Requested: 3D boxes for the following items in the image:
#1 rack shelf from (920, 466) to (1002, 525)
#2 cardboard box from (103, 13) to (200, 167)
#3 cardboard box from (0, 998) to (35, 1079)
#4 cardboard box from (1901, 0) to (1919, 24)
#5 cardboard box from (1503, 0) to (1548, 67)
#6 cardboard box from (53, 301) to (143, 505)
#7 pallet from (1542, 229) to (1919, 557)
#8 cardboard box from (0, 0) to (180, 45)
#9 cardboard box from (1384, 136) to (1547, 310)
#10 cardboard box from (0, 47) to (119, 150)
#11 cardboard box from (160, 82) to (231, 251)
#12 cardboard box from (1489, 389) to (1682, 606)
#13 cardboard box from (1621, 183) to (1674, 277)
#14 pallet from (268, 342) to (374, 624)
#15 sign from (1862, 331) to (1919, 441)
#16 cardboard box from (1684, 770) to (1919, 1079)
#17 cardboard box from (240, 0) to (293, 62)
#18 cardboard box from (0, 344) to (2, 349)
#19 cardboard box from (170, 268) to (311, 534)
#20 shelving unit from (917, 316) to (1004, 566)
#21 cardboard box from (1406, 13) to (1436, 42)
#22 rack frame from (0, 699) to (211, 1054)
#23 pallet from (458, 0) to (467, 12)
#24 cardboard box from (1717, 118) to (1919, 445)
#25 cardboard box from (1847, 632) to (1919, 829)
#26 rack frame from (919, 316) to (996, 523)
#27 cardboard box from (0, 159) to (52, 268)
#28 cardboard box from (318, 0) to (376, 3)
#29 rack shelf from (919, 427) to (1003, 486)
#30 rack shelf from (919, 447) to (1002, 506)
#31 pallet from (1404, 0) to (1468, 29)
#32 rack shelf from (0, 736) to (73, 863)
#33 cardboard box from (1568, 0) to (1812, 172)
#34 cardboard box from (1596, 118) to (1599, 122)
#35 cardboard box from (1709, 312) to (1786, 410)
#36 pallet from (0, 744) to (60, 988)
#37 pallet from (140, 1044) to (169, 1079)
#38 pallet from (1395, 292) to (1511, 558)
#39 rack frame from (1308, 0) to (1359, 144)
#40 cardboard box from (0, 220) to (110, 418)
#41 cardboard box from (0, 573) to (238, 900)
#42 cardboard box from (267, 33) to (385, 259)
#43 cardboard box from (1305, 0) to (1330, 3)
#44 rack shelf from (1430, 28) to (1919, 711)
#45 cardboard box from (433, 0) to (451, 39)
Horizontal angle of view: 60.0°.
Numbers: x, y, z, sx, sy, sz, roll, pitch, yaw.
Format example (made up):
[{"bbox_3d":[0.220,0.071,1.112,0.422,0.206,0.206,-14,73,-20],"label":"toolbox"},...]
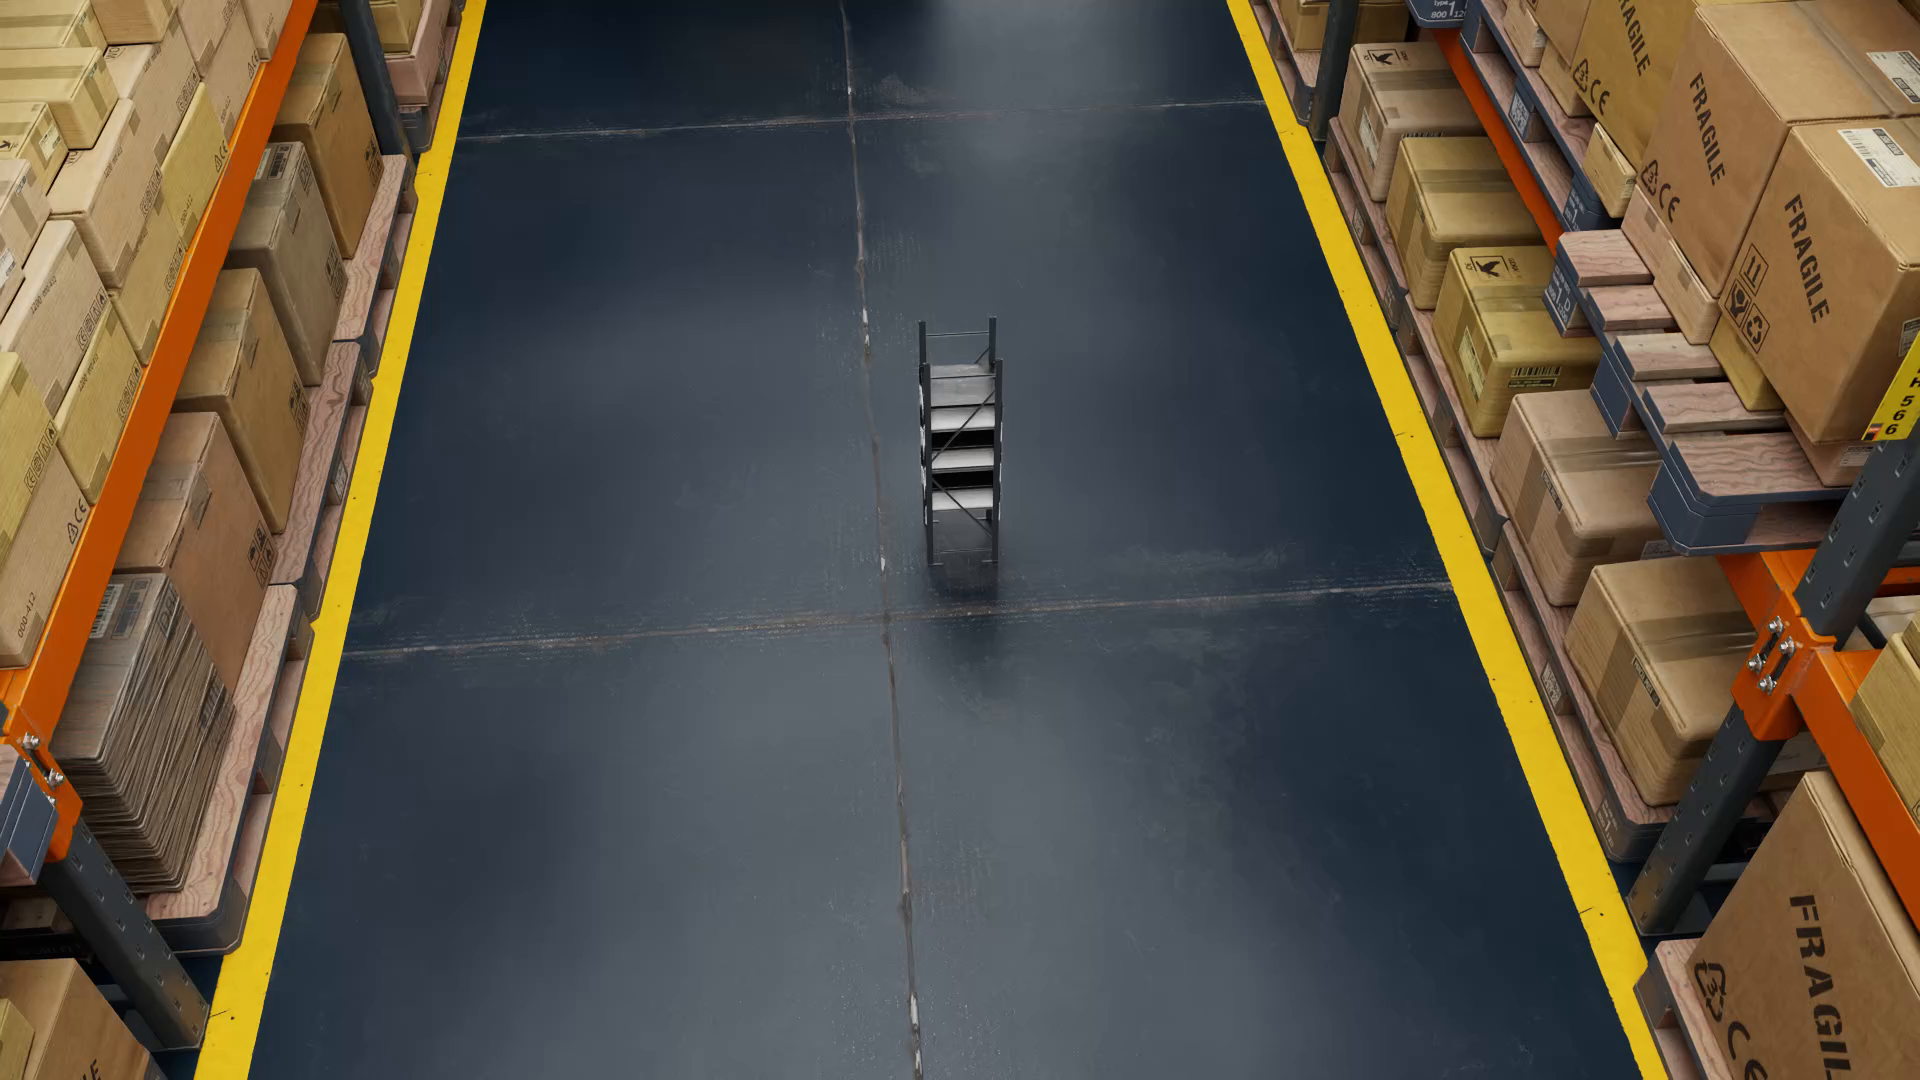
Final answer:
[{"bbox_3d":[0.001,-0.157,5.573,0.258,0.077,0.200,-3,47,-3],"label":"rack shelf"},{"bbox_3d":[-2.466,-1.246,4.623,0.500,0.250,0.500,-3,47,-3],"label":"cardboard box"},{"bbox_3d":[-2.244,1.154,3.576,0.380,0.149,0.250,-6,47,-5],"label":"cardboard box"},{"bbox_3d":[2.551,-0.981,4.050,0.500,0.500,0.500,-1,47,-1],"label":"cardboard box"},{"bbox_3d":[1.886,-1.572,5.057,0.380,0.149,0.250,-2,47,-2],"label":"cardboard box"},{"bbox_3d":[-2.368,-0.328,4.098,0.500,0.250,0.500,-4,47,-4],"label":"cardboard box"},{"bbox_3d":[2.243,-0.427,4.221,1.213,0.211,1.003,-3,47,-3],"label":"pallet"},{"bbox_3d":[-2.387,-1.488,4.577,0.380,0.149,0.250,-5,47,-4],"label":"cardboard box"},{"bbox_3d":[2.184,-1.220,6.360,0.950,0.372,0.625,-1,47,-1],"label":"cardboard box"},{"bbox_3d":[-2.389,-1.119,4.228,0.380,0.149,0.250,-3,47,-2],"label":"cardboard box"},{"bbox_3d":[-2.460,-1.076,4.806,0.500,0.250,0.500,-2,47,-2],"label":"cardboard box"},{"bbox_3d":[2.301,-0.168,5.363,0.950,0.372,0.625,-4,47,-4],"label":"cardboard box"},{"bbox_3d":[1.973,-0.817,4.341,0.380,0.149,0.250,-5,47,-5],"label":"cardboard box"},{"bbox_3d":[-2.666,-0.199,5.793,1.003,0.211,1.213,-3,47,-3],"label":"pallet"},{"bbox_3d":[1.869,-0.315,3.239,0.100,0.325,0.005,-3,47,-3],"label":"sign"},{"bbox_3d":[2.384,1.107,3.810,0.875,0.875,0.875,-4,47,-4],"label":"cardboard box"},{"bbox_3d":[-2.522,-1.810,5.501,0.500,0.250,0.500,-4,47,-4],"label":"cardboard box"},{"bbox_3d":[-2.294,-0.379,3.527,0.380,0.149,0.250,-3,47,-2],"label":"cardboard box"},{"bbox_3d":[-2.695,-0.419,5.427,0.875,0.625,0.625,-5,47,-5],"label":"cardboard box"},{"bbox_3d":[0.001,-0.304,5.418,0.258,0.900,0.210,-3,47,-3],"label":"shelving unit"},{"bbox_3d":[2.293,-2.520,7.675,0.500,0.250,0.500,-5,47,-5],"label":"cardboard box"},{"bbox_3d":[-2.537,0.320,3.381,1.000,3.000,0.127,-3,47,-3],"label":"rack frame"},{"bbox_3d":[-3.002,-3.077,8.519,1.003,0.211,1.213,-3,47,-3],"label":"pallet"},{"bbox_3d":[2.093,-0.577,3.668,0.500,0.500,0.500,-5,47,-4],"label":"cardboard box"},{"bbox_3d":[2.199,0.437,3.373,0.500,0.250,0.500,-4,47,-4],"label":"cardboard box"},{"bbox_3d":[-0.008,-0.377,5.487,0.240,0.900,0.006,-3,47,-3],"label":"rack frame"},{"bbox_3d":[-2.376,-0.751,3.880,0.380,0.149,0.250,-3,47,-3],"label":"cardboard box"},{"bbox_3d":[-2.600,-2.485,6.954,0.500,0.250,0.500,-4,47,-4],"label":"cardboard box"},{"bbox_3d":[0.001,-0.281,5.442,0.258,0.077,0.200,-3,47,-3],"label":"rack shelf"},{"bbox_3d":[0.001,-0.219,5.507,0.258,0.077,0.200,-3,47,-3],"label":"rack shelf"},{"bbox_3d":[1.993,-2.250,5.947,1.003,0.211,1.213,-3,47,-3],"label":"pallet"},{"bbox_3d":[-2.370,2.015,2.271,1.077,0.370,4.000,-3,47,-3],"label":"rack shelf"},{"bbox_3d":[1.996,-1.315,4.367,0.500,0.500,0.500,-6,47,-6],"label":"cardboard box"},{"bbox_3d":[2.041,-1.204,4.708,0.380,0.149,0.250,-3,47,-3],"label":"cardboard box"},{"bbox_3d":[2.052,-0.454,3.998,0.380,0.149,0.250,-3,47,-3],"label":"cardboard box"},{"bbox_3d":[-2.411,0.873,2.990,1.213,0.211,1.003,-3,47,-3],"label":"pallet"},{"bbox_3d":[-2.513,1.822,3.879,1.003,0.211,1.213,-3,47,-3],"label":"pallet"},{"bbox_3d":[2.246,-0.471,6.051,1.003,0.211,1.213,-3,47,-3],"label":"pallet"},{"bbox_3d":[2.074,-2.878,6.410,1.000,3.000,0.127,-3,47,-3],"label":"rack frame"},{"bbox_3d":[-2.372,-0.498,3.915,0.500,0.250,0.500,-2,47,-2],"label":"cardboard box"},{"bbox_3d":[-2.576,0.541,4.518,0.875,0.625,0.625,-2,47,-2],"label":"cardboard box"},{"bbox_3d":[-2.817,-1.525,6.474,0.875,0.625,0.625,-2,47,-2],"label":"cardboard box"},{"bbox_3d":[1.757,-2.746,7.373,0.500,0.500,0.500,-4,47,-4],"label":"cardboard box"},{"bbox_3d":[2.241,-1.184,5.300,1.077,0.370,4.000,-3,47,-3],"label":"rack shelf"},{"bbox_3d":[-2.641,-2.509,7.665,0.500,0.250,0.500,-4,47,-4],"label":"cardboard box"}]
